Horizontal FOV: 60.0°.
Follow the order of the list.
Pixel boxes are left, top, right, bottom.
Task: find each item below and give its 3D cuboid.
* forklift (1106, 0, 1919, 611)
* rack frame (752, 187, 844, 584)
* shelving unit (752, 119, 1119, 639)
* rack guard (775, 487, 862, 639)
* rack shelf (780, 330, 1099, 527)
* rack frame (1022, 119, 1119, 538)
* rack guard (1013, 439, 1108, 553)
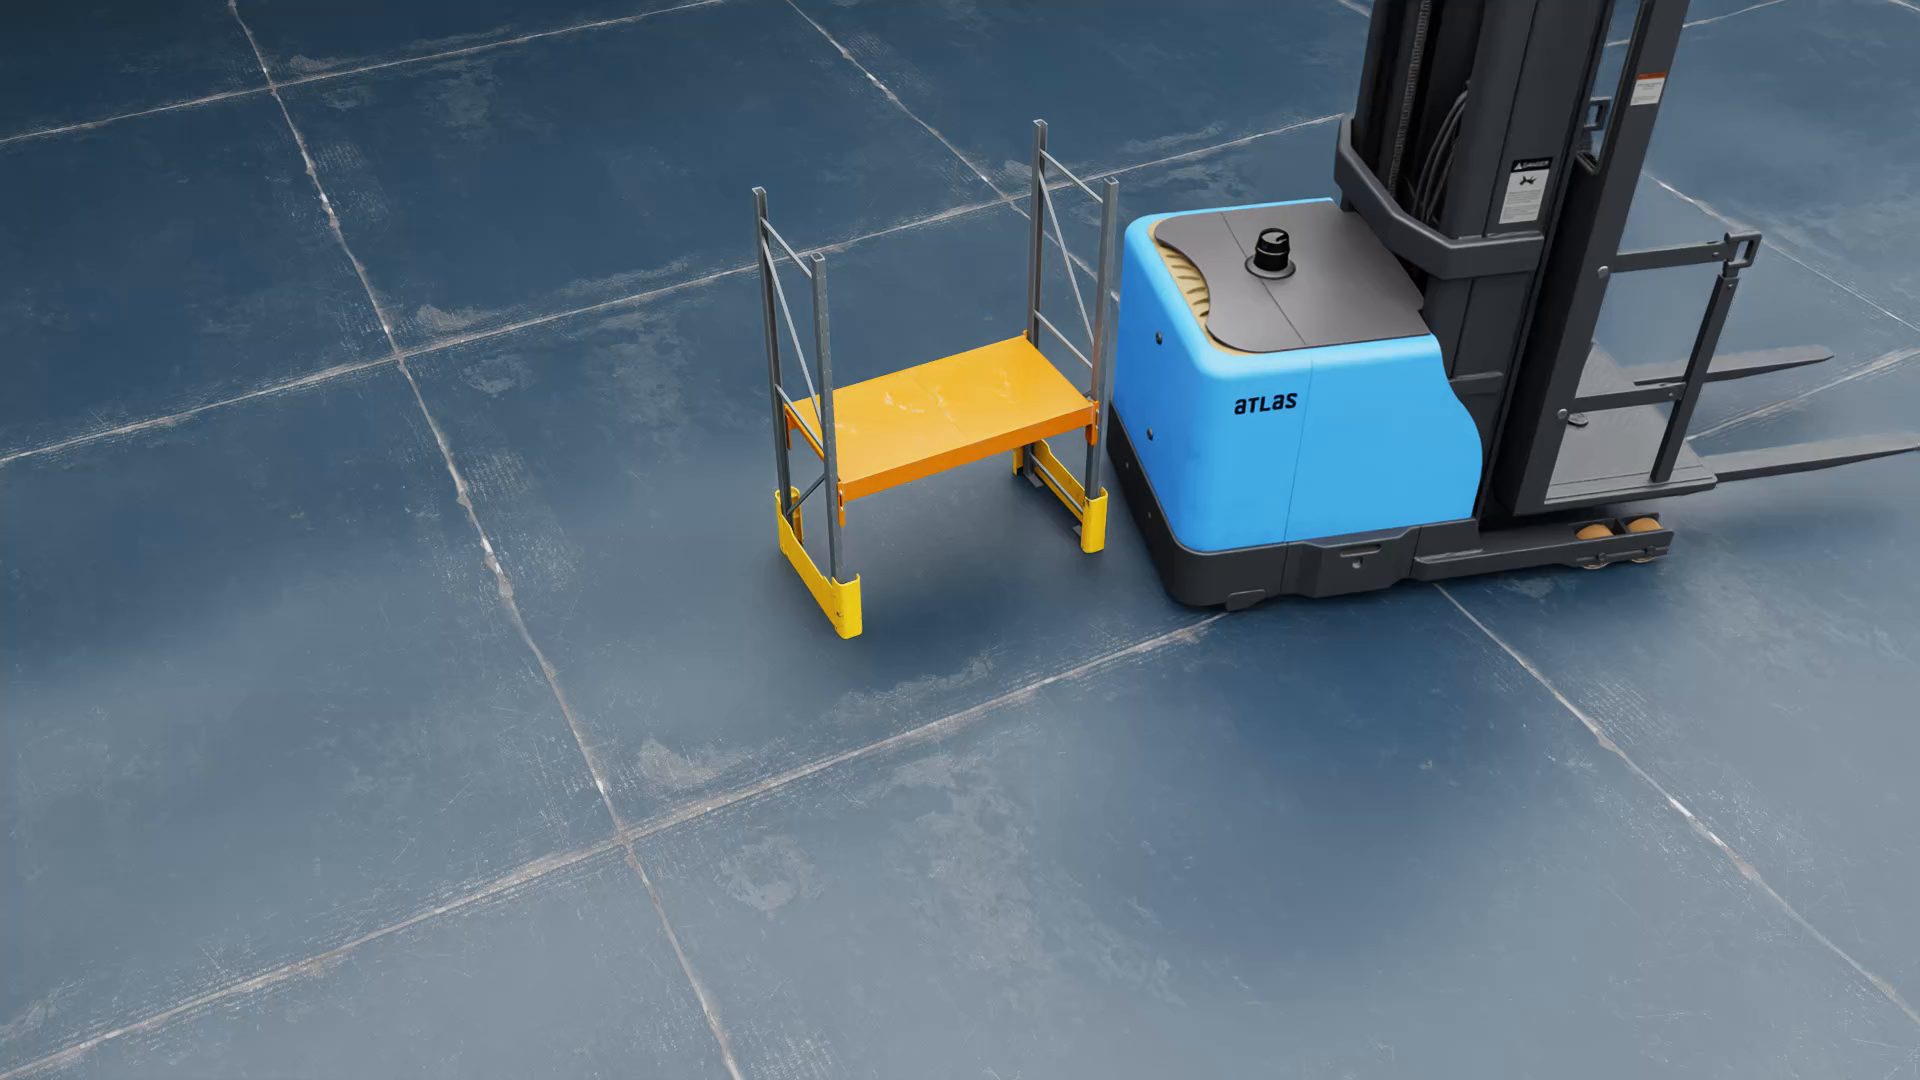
[{"bbox_3d":[2.145,-1.340,5.564,3.031,2.935,1.130,-7,41,-8],"label":"forklift"},{"bbox_3d":[-0.527,-0.395,5.556,0.032,1.500,0.500,-19,44,-21],"label":"rack frame"},{"bbox_3d":[-0.068,-0.550,5.739,1.083,1.500,0.587,-19,44,-21],"label":"shelving unit"},{"bbox_3d":[-0.509,0.076,5.967,0.087,0.250,0.587,-19,44,-21],"label":"rack guard"},{"bbox_3d":[-0.076,-0.410,5.852,1.000,0.185,0.538,-19,44,-21],"label":"rack shelf"},{"bbox_3d":[0.375,-0.699,5.915,0.032,1.500,0.500,-19,44,-21],"label":"rack frame"},{"bbox_3d":[0.374,-0.221,6.318,0.087,0.250,0.587,-19,44,-21],"label":"rack guard"}]
